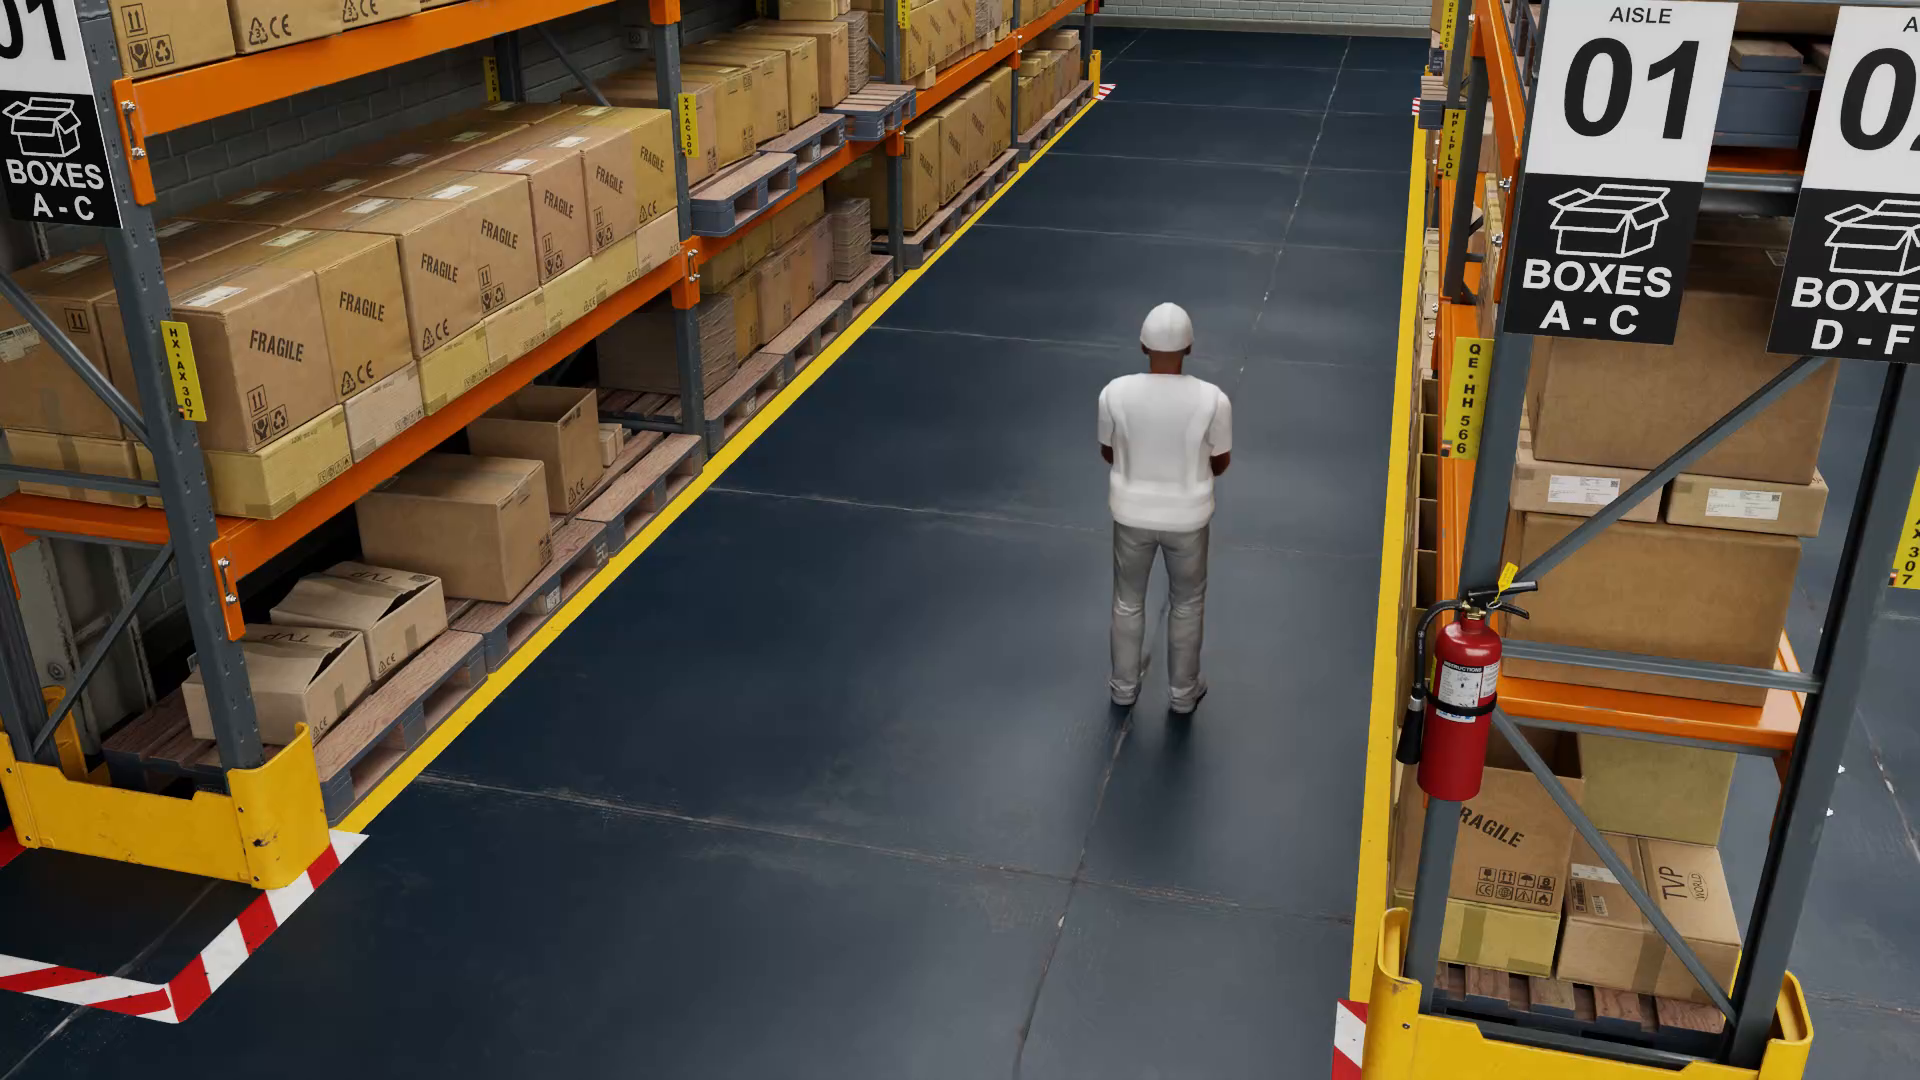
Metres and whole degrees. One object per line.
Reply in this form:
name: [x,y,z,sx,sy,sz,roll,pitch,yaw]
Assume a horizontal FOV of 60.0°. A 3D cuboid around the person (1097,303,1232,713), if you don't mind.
person: [0.843,-0.151,6.899,0.542,1.770,0.551,6,26,13]
